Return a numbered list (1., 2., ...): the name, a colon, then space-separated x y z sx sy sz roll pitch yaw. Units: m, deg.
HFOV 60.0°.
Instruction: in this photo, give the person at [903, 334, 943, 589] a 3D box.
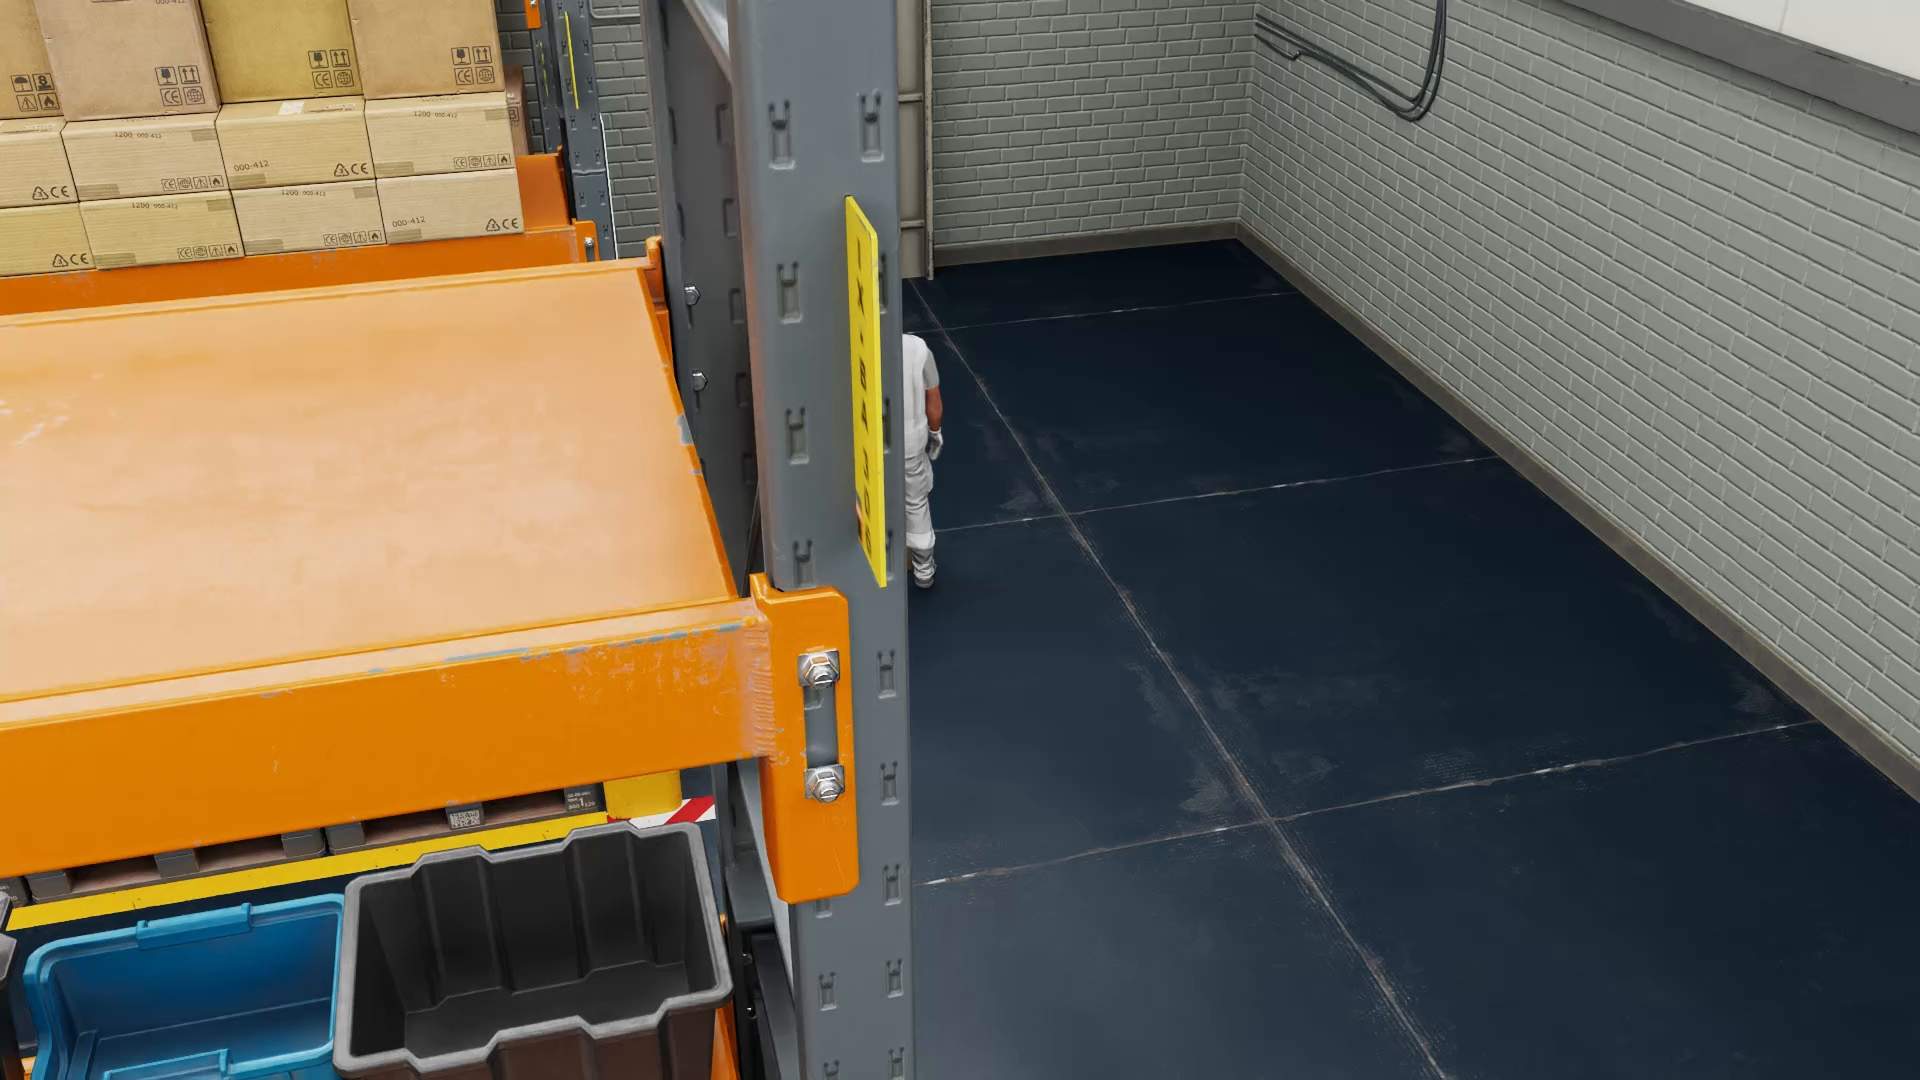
1. person: -0.384 -0.528 9.029 0.618 1.779 0.455 -8 31 -14
